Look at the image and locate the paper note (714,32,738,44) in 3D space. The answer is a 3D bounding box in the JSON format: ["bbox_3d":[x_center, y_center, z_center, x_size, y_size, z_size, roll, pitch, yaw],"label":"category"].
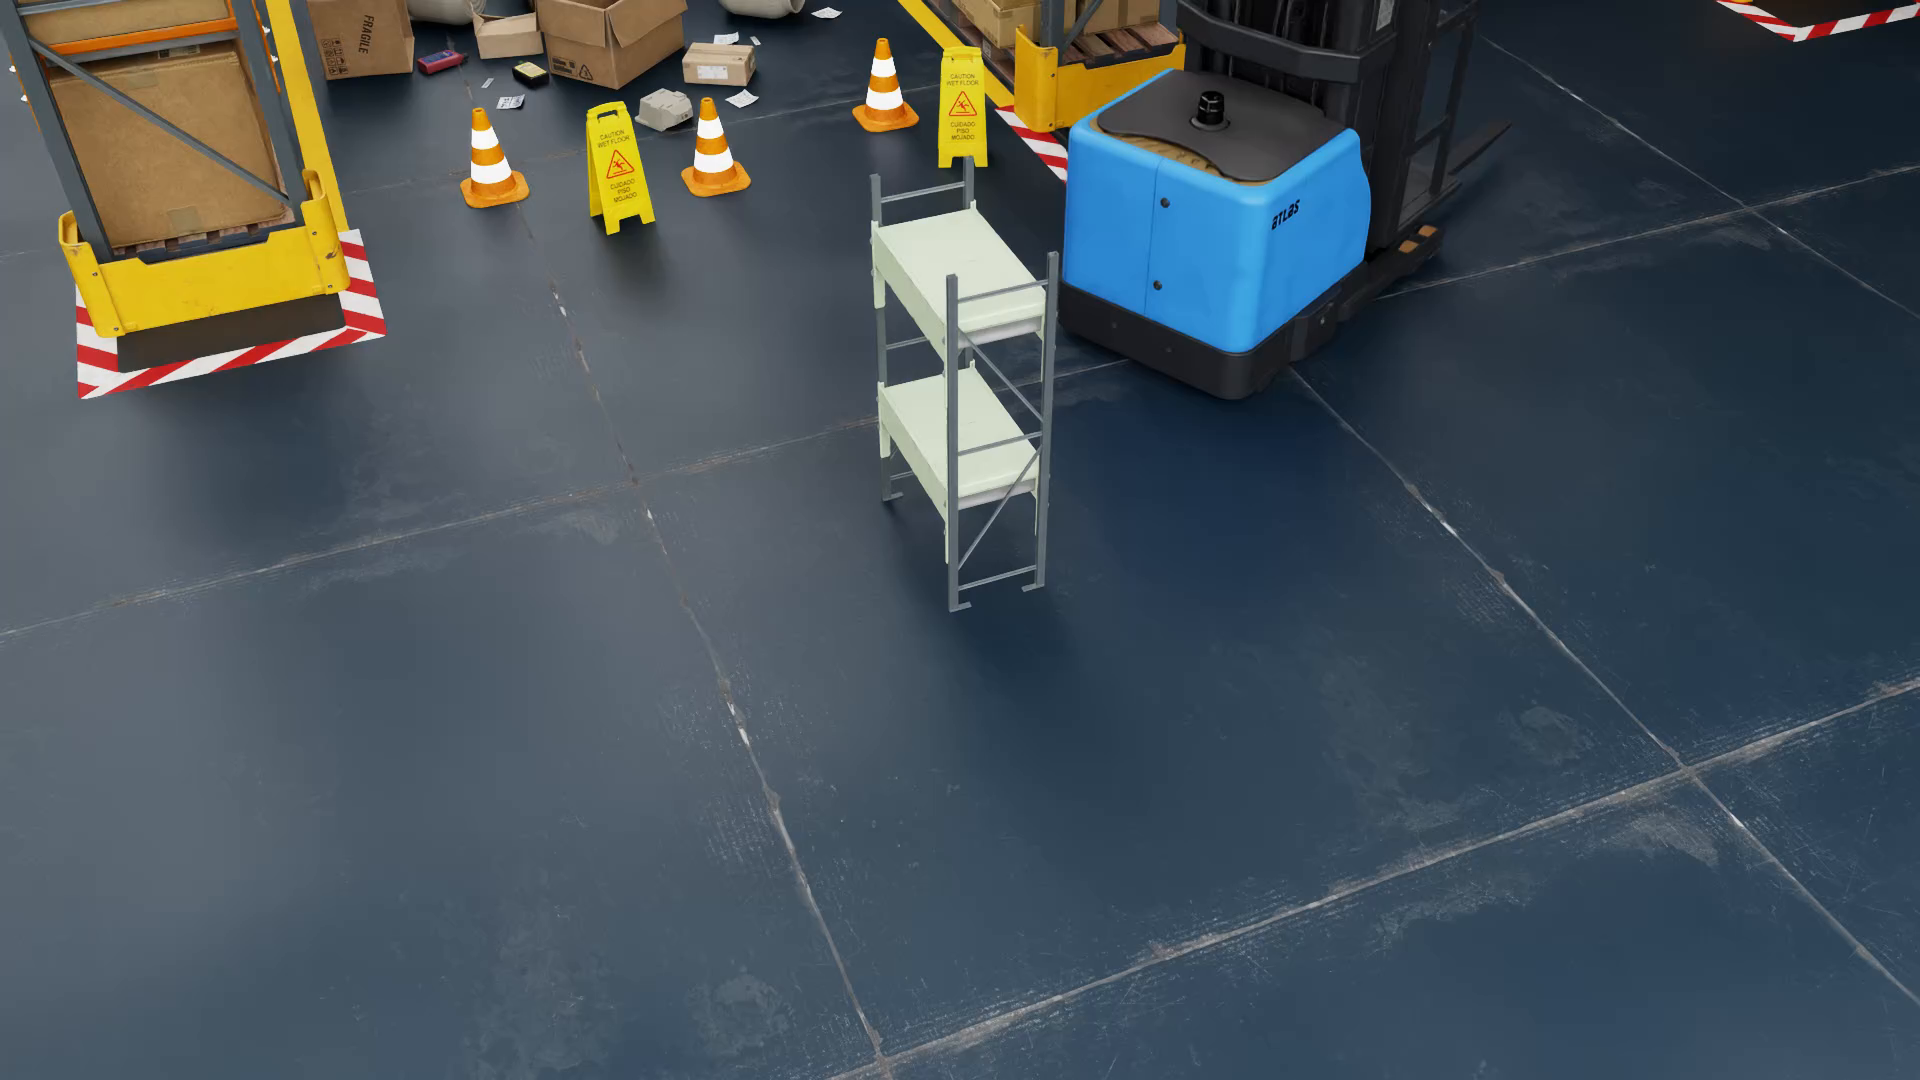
[{"bbox_3d":[-1.460,-3.131,10.377,0.148,0.019,0.142,-2,41,-2],"label":"paper note"}]

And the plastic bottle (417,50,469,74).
[{"bbox_3d":[-3.134,-2.910,10.087,0.283,0.061,0.133,-31,49,-31],"label":"plastic bottle"}]

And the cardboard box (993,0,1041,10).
[{"bbox_3d":[0.380,-3.458,9.682,0.500,0.500,0.500,-15,43,-17],"label":"cardboard box"}]

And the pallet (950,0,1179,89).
[{"bbox_3d":[0.620,-3.126,10.223,1.003,0.211,1.213,-15,43,-17],"label":"pallet"}]

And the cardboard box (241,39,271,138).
[{"bbox_3d":[-4.266,-2.619,8.802,0.875,0.875,0.875,-16,43,-18],"label":"cardboard box"}]

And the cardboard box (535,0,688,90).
[{"bbox_3d":[-2.084,-3.119,9.992,0.637,0.503,0.797,19,44,20],"label":"cardboard box"}]

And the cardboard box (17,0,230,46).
[{"bbox_3d":[-3.791,-2.613,7.373,0.875,0.550,0.550,-15,43,-17],"label":"cardboard box"}]

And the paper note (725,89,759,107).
[{"bbox_3d":[-1.273,-2.587,9.734,0.148,0.019,0.142,-31,49,-31],"label":"paper note"}]

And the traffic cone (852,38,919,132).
[{"bbox_3d":[-0.429,-2.615,9.436,0.336,0.463,0.334,-15,43,-17],"label":"traffic cone"}]

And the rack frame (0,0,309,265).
[{"bbox_3d":[-3.607,-2.344,7.175,1.000,3.000,0.127,-15,43,-17],"label":"rack frame"}]

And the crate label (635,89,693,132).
[{"bbox_3d":[-1.682,-2.468,9.515,0.298,0.136,0.250,27,47,27],"label":"crate label"}]

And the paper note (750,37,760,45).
[{"bbox_3d":[-1.275,-3.111,10.360,0.032,0.001,0.123,-15,43,-17],"label":"paper note"}]

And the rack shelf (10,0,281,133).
[{"bbox_3d":[-4.372,-3.276,8.810,1.077,0.370,4.000,-15,43,-17],"label":"rack shelf"}]

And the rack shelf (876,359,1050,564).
[{"bbox_3d":[0.003,-0.317,6.469,0.431,0.370,0.720,-15,43,-17],"label":"rack shelf"}]

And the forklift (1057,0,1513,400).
[{"bbox_3d":[1.790,-2.624,7.554,1.130,2.935,3.031,29,48,29],"label":"forklift"}]

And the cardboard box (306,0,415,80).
[{"bbox_3d":[-3.595,-3.127,10.001,0.500,0.500,0.500,-8,41,-9],"label":"cardboard box"}]

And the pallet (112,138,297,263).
[{"bbox_3d":[-3.985,-1.748,8.621,1.003,0.211,1.213,-15,43,-17],"label":"pallet"}]

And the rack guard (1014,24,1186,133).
[{"bbox_3d":[0.899,-2.737,9.550,1.175,0.500,0.348,-15,43,-17],"label":"rack guard"}]

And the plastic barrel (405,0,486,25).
[{"bbox_3d":[-3.286,-3.476,10.467,0.512,0.421,0.421,12,42,13],"label":"plastic barrel"}]

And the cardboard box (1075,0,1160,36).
[{"bbox_3d":[0.874,-3.311,10.087,0.500,0.250,0.500,-15,43,-17],"label":"cardboard box"}]

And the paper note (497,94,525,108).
[{"bbox_3d":[-2.622,-2.560,9.705,0.144,0.017,0.142,-2,41,-2],"label":"paper note"}]

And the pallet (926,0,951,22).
[{"bbox_3d":[0.157,-3.860,11.077,1.003,0.211,1.213,-15,43,-17],"label":"pallet"}]

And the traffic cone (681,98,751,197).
[{"bbox_3d":[-1.324,-2.133,8.876,0.336,0.463,0.334,-15,43,-17],"label":"traffic cone"}]

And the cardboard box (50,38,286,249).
[{"bbox_3d":[-3.928,-2.089,8.187,0.875,0.875,0.875,-15,43,-17],"label":"cardboard box"}]

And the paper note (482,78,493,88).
[{"bbox_3d":[-2.815,-2.723,9.909,0.032,0.001,0.123,5,41,6],"label":"paper note"}]

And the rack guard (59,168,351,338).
[{"bbox_3d":[-3.598,-1.381,7.973,1.175,0.500,0.348,-15,43,-17],"label":"rack guard"}]

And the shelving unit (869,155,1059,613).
[{"bbox_3d":[0.003,-0.565,6.256,0.431,1.500,0.755,-15,43,-17],"label":"shelving unit"}]

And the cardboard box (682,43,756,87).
[{"bbox_3d":[-1.440,-2.844,9.943,0.380,0.149,0.250,5,41,6],"label":"cardboard box"}]

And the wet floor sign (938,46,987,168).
[{"bbox_3d":[0.012,-2.365,9.006,0.267,0.644,0.232,-2,41,-2],"label":"wet floor sign"}]

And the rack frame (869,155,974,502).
[{"bbox_3d":[-0.137,-0.785,6.513,0.400,1.500,0.023,-15,43,-17],"label":"rack frame"}]

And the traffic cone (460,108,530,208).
[{"bbox_3d":[-2.498,-2.056,8.786,0.336,0.463,0.334,-15,43,-17],"label":"traffic cone"}]

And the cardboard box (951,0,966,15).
[{"bbox_3d":[0.179,-3.490,10.295,0.500,0.250,0.500,-15,43,-17],"label":"cardboard box"}]

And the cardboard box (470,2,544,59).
[{"bbox_3d":[-2.778,-3.141,10.199,0.396,0.266,0.258,-8,41,-9],"label":"cardboard box"}]

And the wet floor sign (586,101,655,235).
[{"bbox_3d":[-1.767,-1.928,8.497,0.267,0.644,0.232,-23,46,-24],"label":"wet floor sign"}]

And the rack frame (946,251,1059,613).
[{"bbox_3d":[0.143,-0.344,6.000,0.400,1.500,0.023,-15,43,-17],"label":"rack frame"}]

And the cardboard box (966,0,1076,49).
[{"bbox_3d":[0.361,-3.190,9.946,0.500,0.250,0.500,-15,43,-17],"label":"cardboard box"}]

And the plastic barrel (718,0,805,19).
[{"bbox_3d":[-1.261,-3.529,10.529,0.512,0.421,0.421,12,42,13],"label":"plastic barrel"}]

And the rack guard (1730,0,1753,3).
[{"bbox_3d":[5.521,-3.918,10.922,1.175,0.500,0.348,-15,43,-17],"label":"rack guard"}]

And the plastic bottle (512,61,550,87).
[{"bbox_3d":[-2.589,-2.799,9.958,0.133,0.061,0.283,-31,49,-31],"label":"plastic bottle"}]

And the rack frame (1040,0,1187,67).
[{"bbox_3d":[0.928,-3.639,8.682,1.000,3.000,0.127,-15,43,-17],"label":"rack frame"}]

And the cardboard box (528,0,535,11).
[{"bbox_3d":[-2.449,-3.732,10.600,0.797,0.637,0.503,-15,43,-17],"label":"cardboard box"}]

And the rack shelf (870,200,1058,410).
[{"bbox_3d":[0.003,-0.861,6.002,0.431,0.370,0.720,-15,43,-17],"label":"rack shelf"}]

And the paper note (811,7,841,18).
[{"bbox_3d":[-0.852,-3.382,10.659,0.142,0.019,0.148,-31,49,-31],"label":"paper note"}]
